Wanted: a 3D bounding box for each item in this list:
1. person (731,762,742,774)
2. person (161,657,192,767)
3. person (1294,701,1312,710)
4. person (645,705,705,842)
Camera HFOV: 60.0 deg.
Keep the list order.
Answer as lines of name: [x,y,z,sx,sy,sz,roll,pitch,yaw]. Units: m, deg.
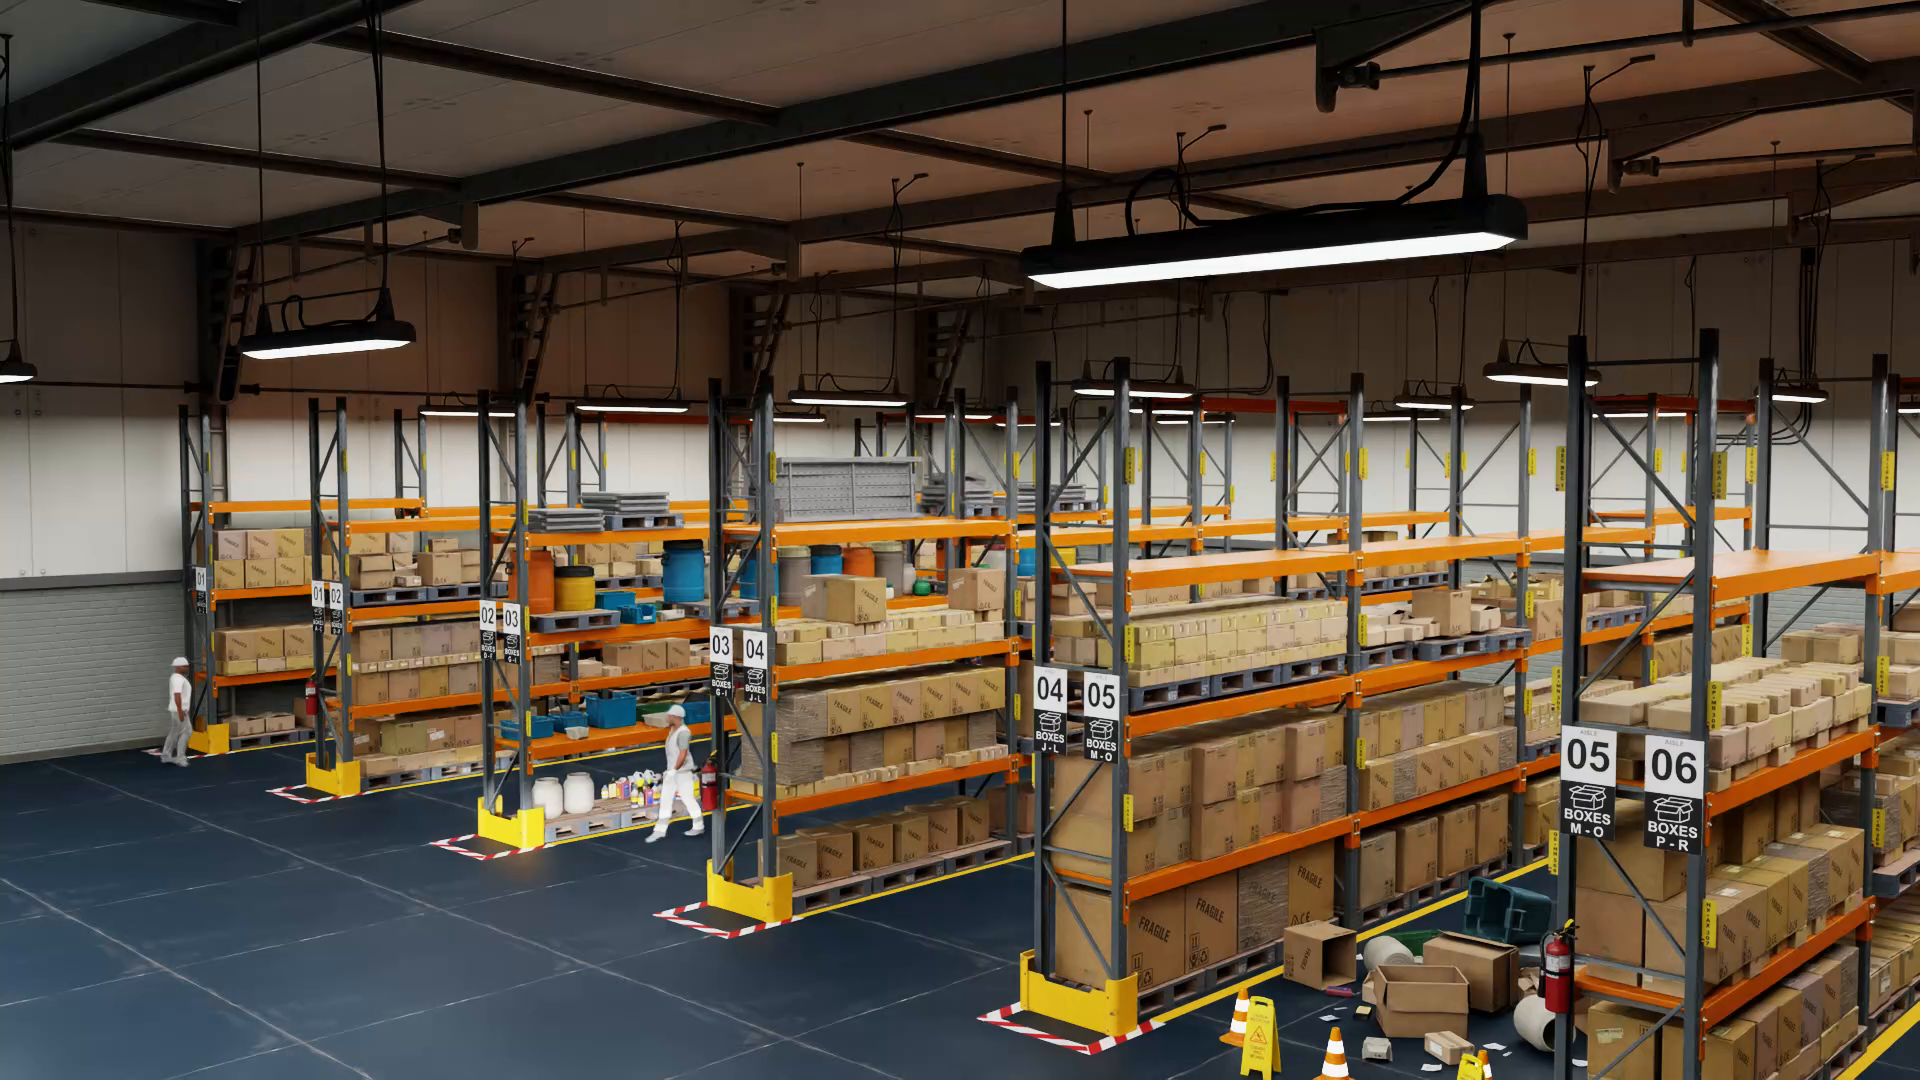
person: [-3.313,2.829,26.710,0.876,1.690,0.596,-1,3,-18]
person: [-12.980,2.848,27.531,0.496,1.804,0.609,-1,3,-20]
person: [5.082,3.031,24.057,0.669,1.740,0.636,-2,3,-30]
person: [-3.833,3.104,22.233,0.818,1.789,0.585,-2,4,-33]
